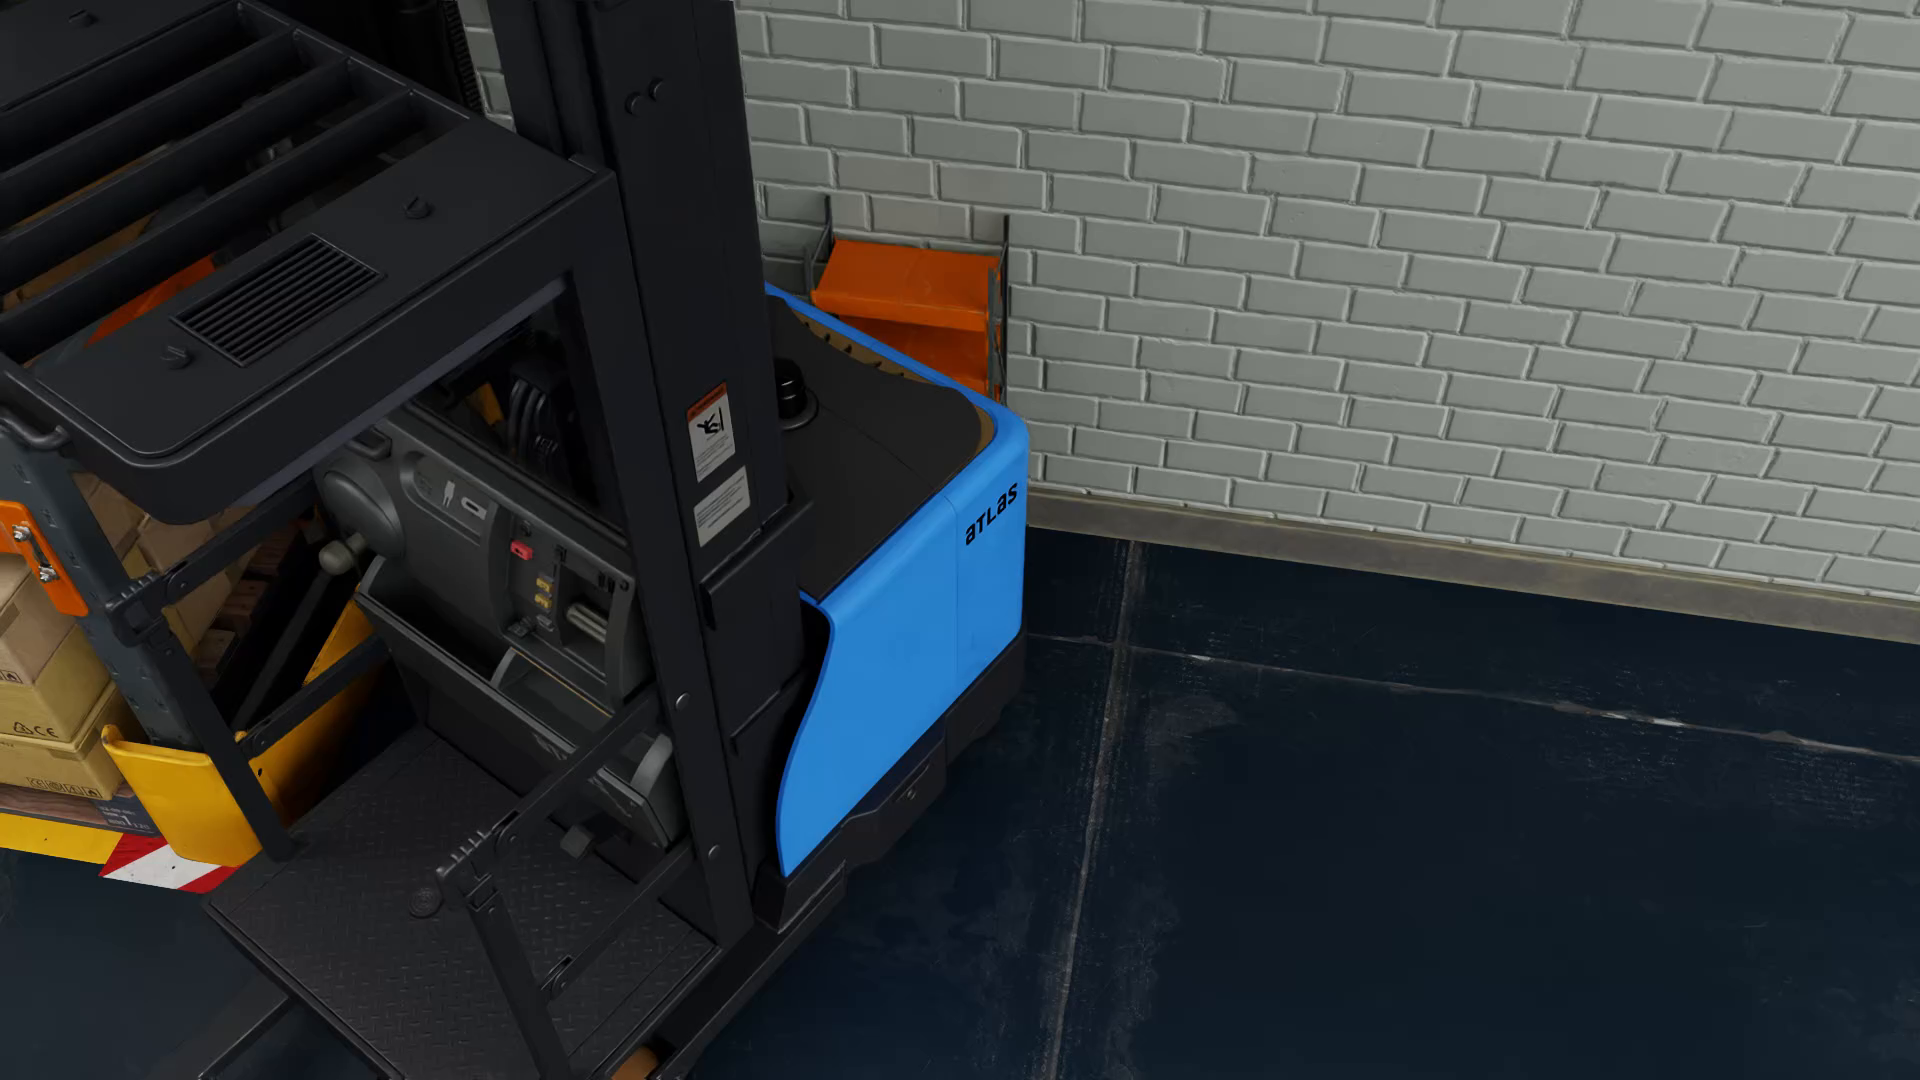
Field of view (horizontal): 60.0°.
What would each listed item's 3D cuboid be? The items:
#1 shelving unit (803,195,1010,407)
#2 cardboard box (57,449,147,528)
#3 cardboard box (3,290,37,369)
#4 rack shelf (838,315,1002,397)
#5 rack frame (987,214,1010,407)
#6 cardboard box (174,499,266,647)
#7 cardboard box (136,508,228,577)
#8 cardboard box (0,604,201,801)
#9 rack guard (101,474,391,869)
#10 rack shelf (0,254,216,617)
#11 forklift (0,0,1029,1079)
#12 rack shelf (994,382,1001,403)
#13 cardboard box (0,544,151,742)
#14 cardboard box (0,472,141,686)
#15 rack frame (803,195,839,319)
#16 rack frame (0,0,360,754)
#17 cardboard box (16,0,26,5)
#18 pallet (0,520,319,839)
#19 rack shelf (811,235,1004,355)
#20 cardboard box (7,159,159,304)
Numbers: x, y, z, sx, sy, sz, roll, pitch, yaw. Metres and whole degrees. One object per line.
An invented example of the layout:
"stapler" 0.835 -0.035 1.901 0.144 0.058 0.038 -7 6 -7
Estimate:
"shelving unit" -0.133 -0.398 4.791 0.503 1.200 0.258 8 48 8
"cardboard box" -2.341 -0.319 4.414 0.500 0.250 0.500 7 48 6
"cardboard box" -2.432 -0.467 3.586 0.500 0.500 0.500 7 48 6
"rack shelf" -0.134 -0.505 4.677 0.480 0.148 0.258 8 48 8
"rack frame" 0.107 -0.365 4.758 0.015 1.200 0.240 8 48 8
"cardboard box" -2.350 0.010 4.791 0.500 0.250 0.500 8 49 7
"cardboard box" -2.327 -0.164 4.611 0.500 0.250 0.500 8 49 8
"cardboard box" -2.420 0.387 4.452 0.500 0.250 0.500 8 49 7
"rack guard" -1.878 0.278 4.664 0.348 0.500 1.175 8 49 7
"rack shelf" -3.870 -0.585 4.243 4.000 0.370 1.077 8 49 7
"forklift" -1.109 0.095 3.194 1.130 2.935 3.031 30 55 24
"rack shelf" -0.132 -0.352 4.841 0.480 0.148 0.258 8 48 8
"cardboard box" -2.436 0.215 4.270 0.500 0.250 0.500 7 48 6
"cardboard box" -2.410 0.051 4.082 0.500 0.250 0.500 9 49 8
"rack frame" -0.372 -0.431 4.825 0.015 1.200 0.240 8 48 8
"rack frame" -1.901 -0.561 3.738 0.127 3.000 1.000 8 49 7
"cardboard box" -2.194 -1.111 3.529 0.250 0.149 0.380 7 48 6
"pallet" -2.661 0.300 4.838 1.213 0.211 1.003 8 49 7
"rack shelf" -0.136 -0.666 4.504 0.480 0.148 0.258 8 48 8
"cardboard box" -2.340 -0.863 3.942 0.500 0.500 0.500 9 49 8
